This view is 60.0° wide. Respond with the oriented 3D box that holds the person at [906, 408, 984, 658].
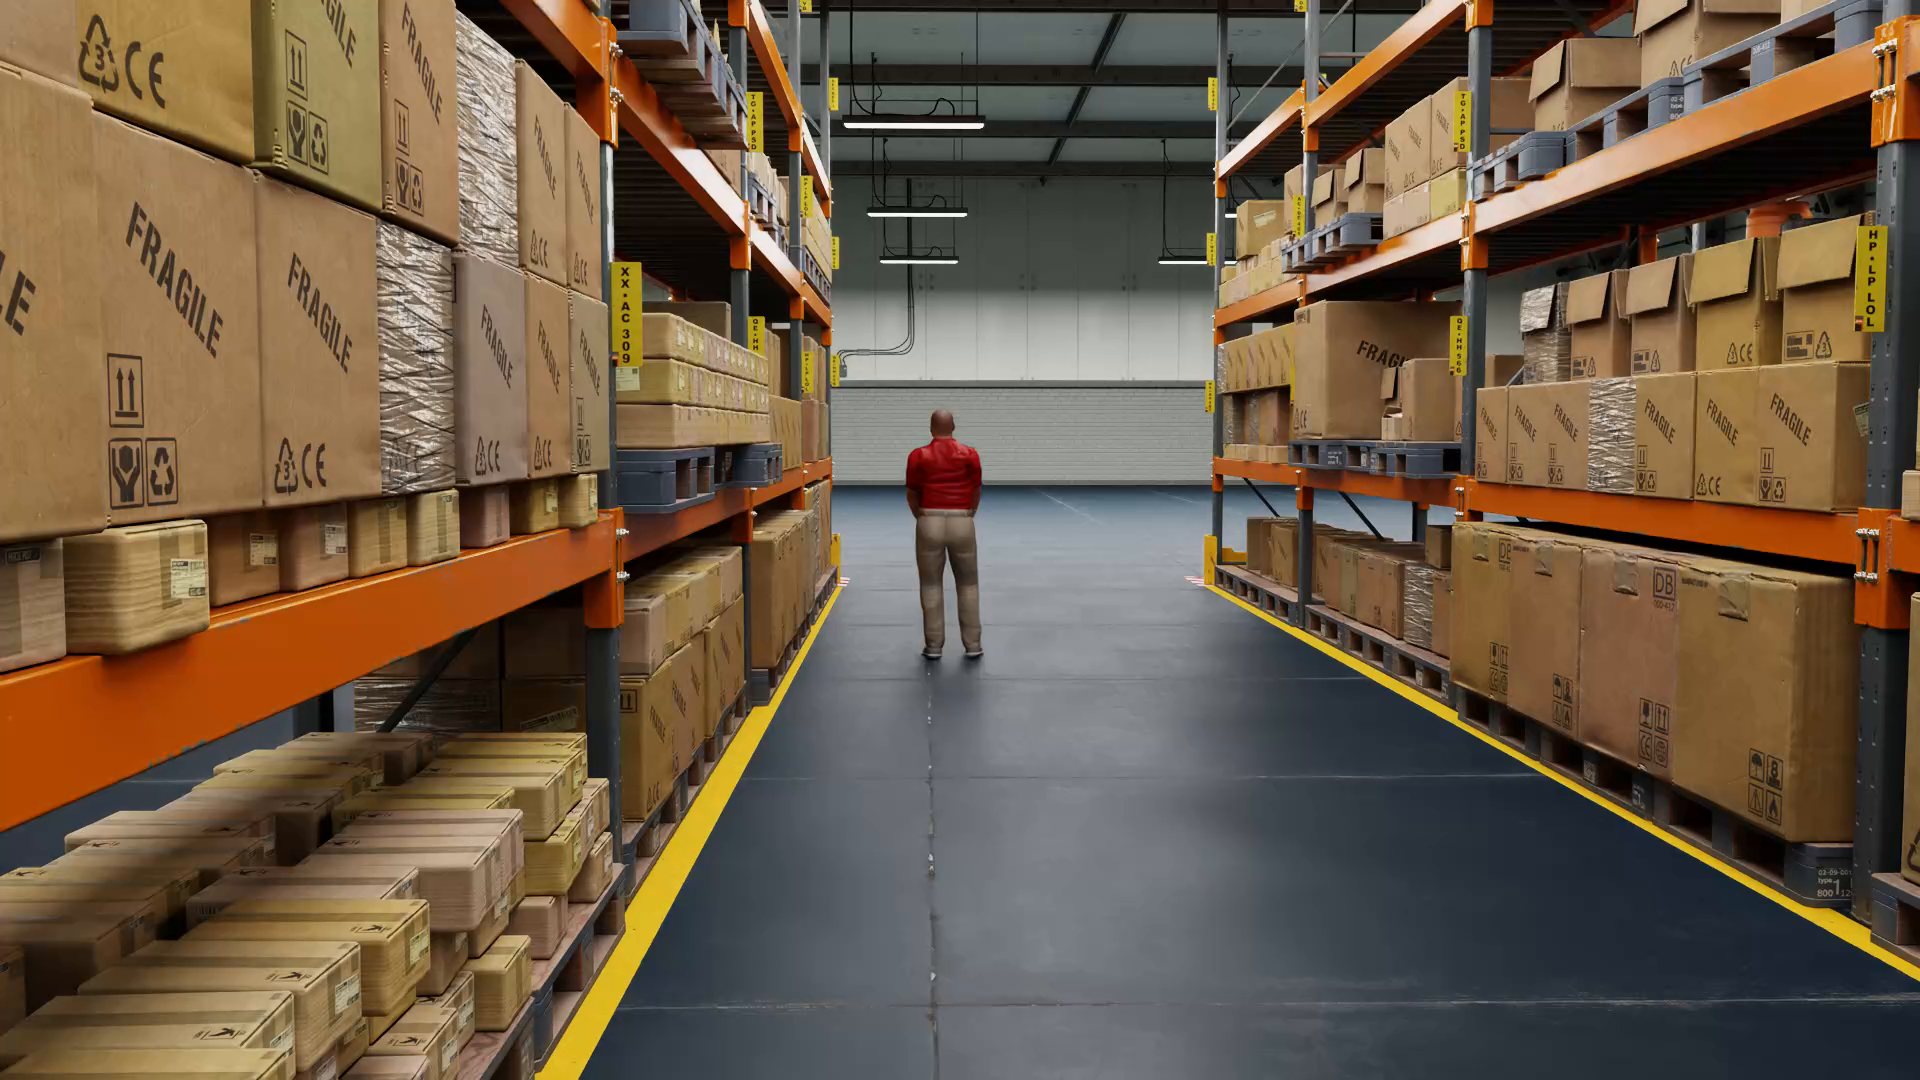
[{"bbox_3d":[-0.100,-0.047,11.560,0.545,1.729,0.481,0,4,-1],"label":"person"}]
